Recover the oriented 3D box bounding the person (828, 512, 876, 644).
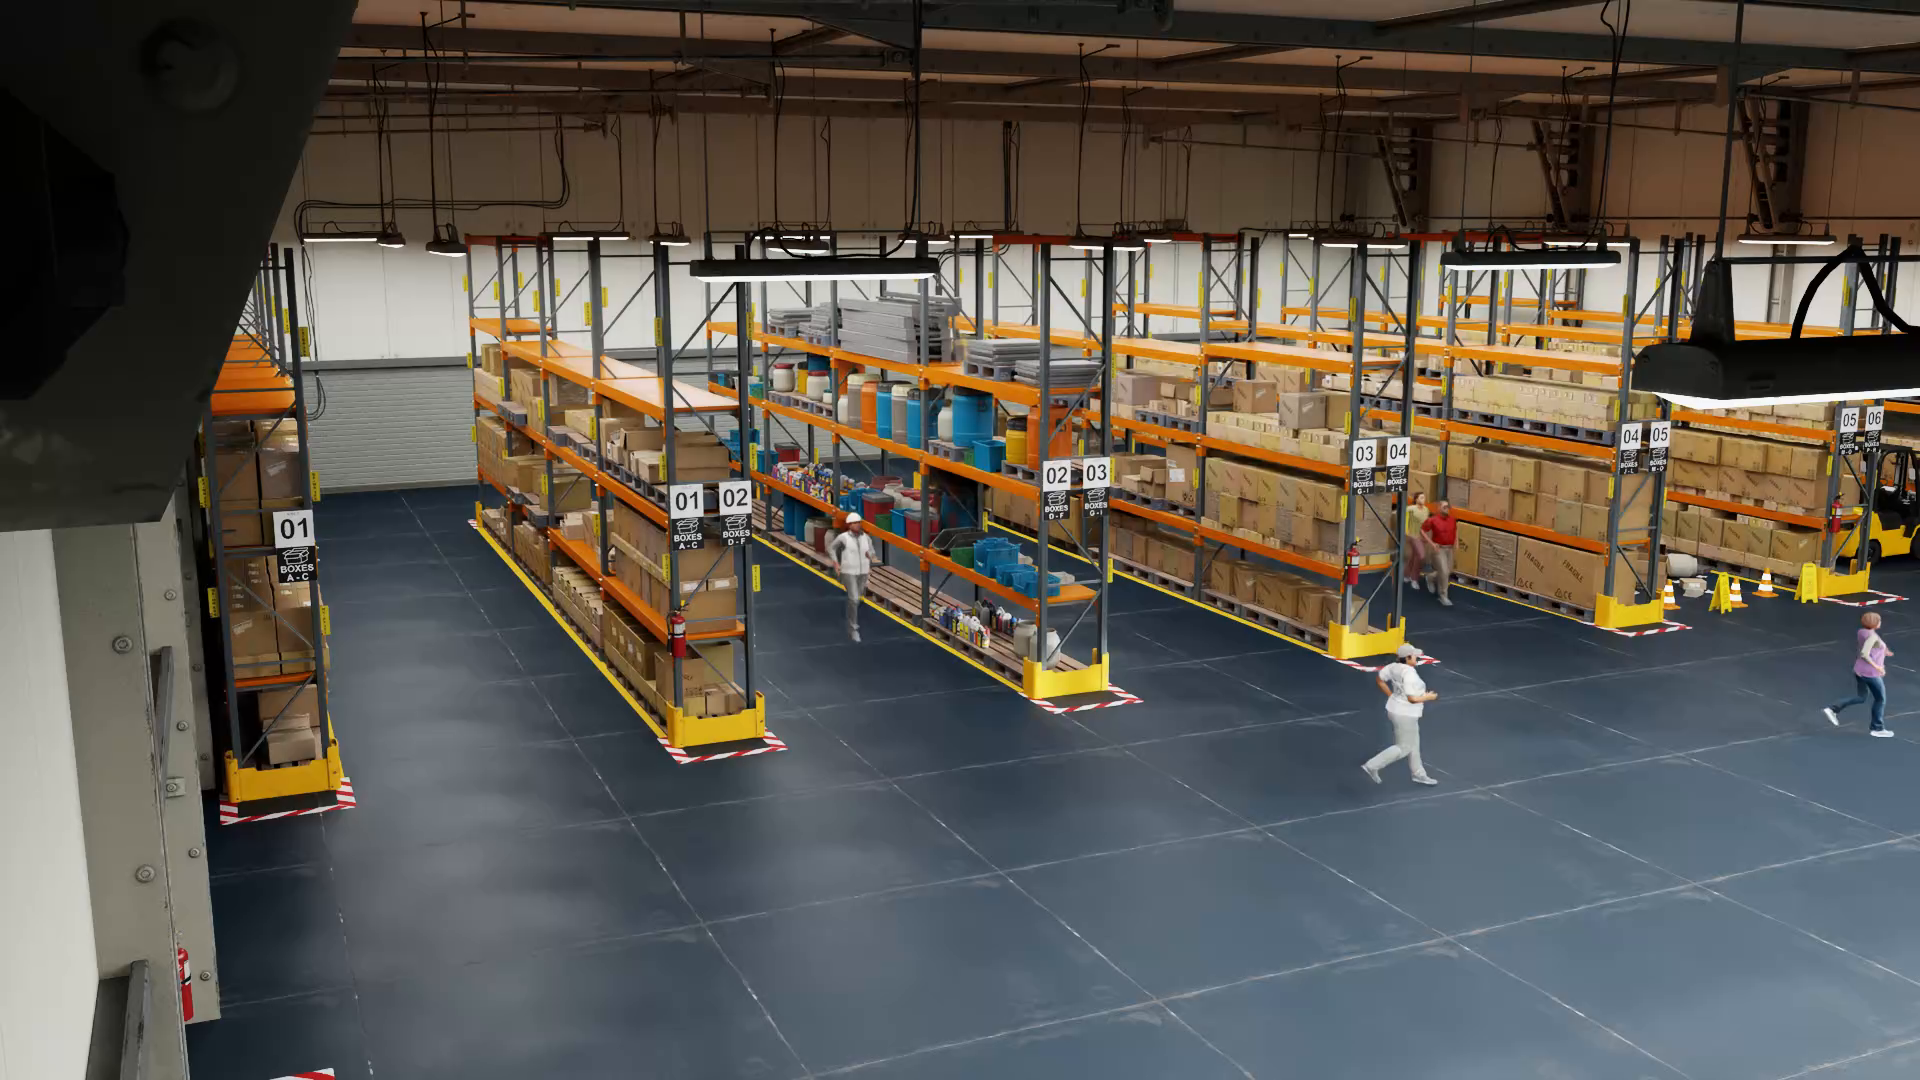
[{"bbox_3d":[-1.531,0.538,24.318,0.624,1.892,0.726,-8,13,-35],"label":"person"}]

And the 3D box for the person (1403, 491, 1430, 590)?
[{"bbox_3d":[7.915,-0.008,28.827,0.556,1.710,0.709,-6,13,-29],"label":"person"}]

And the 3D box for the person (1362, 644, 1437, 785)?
[{"bbox_3d":[4.943,1.967,18.554,0.925,1.665,0.606,-1,11,-6],"label":"person"}]

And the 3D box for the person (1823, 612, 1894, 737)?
[{"bbox_3d":[11.144,1.616,20.457,0.812,1.503,0.547,1,11,6],"label":"person"}]

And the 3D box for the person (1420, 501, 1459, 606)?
[{"bbox_3d":[7.998,0.183,27.731,0.676,1.711,0.810,-5,12,-24],"label":"person"}]
